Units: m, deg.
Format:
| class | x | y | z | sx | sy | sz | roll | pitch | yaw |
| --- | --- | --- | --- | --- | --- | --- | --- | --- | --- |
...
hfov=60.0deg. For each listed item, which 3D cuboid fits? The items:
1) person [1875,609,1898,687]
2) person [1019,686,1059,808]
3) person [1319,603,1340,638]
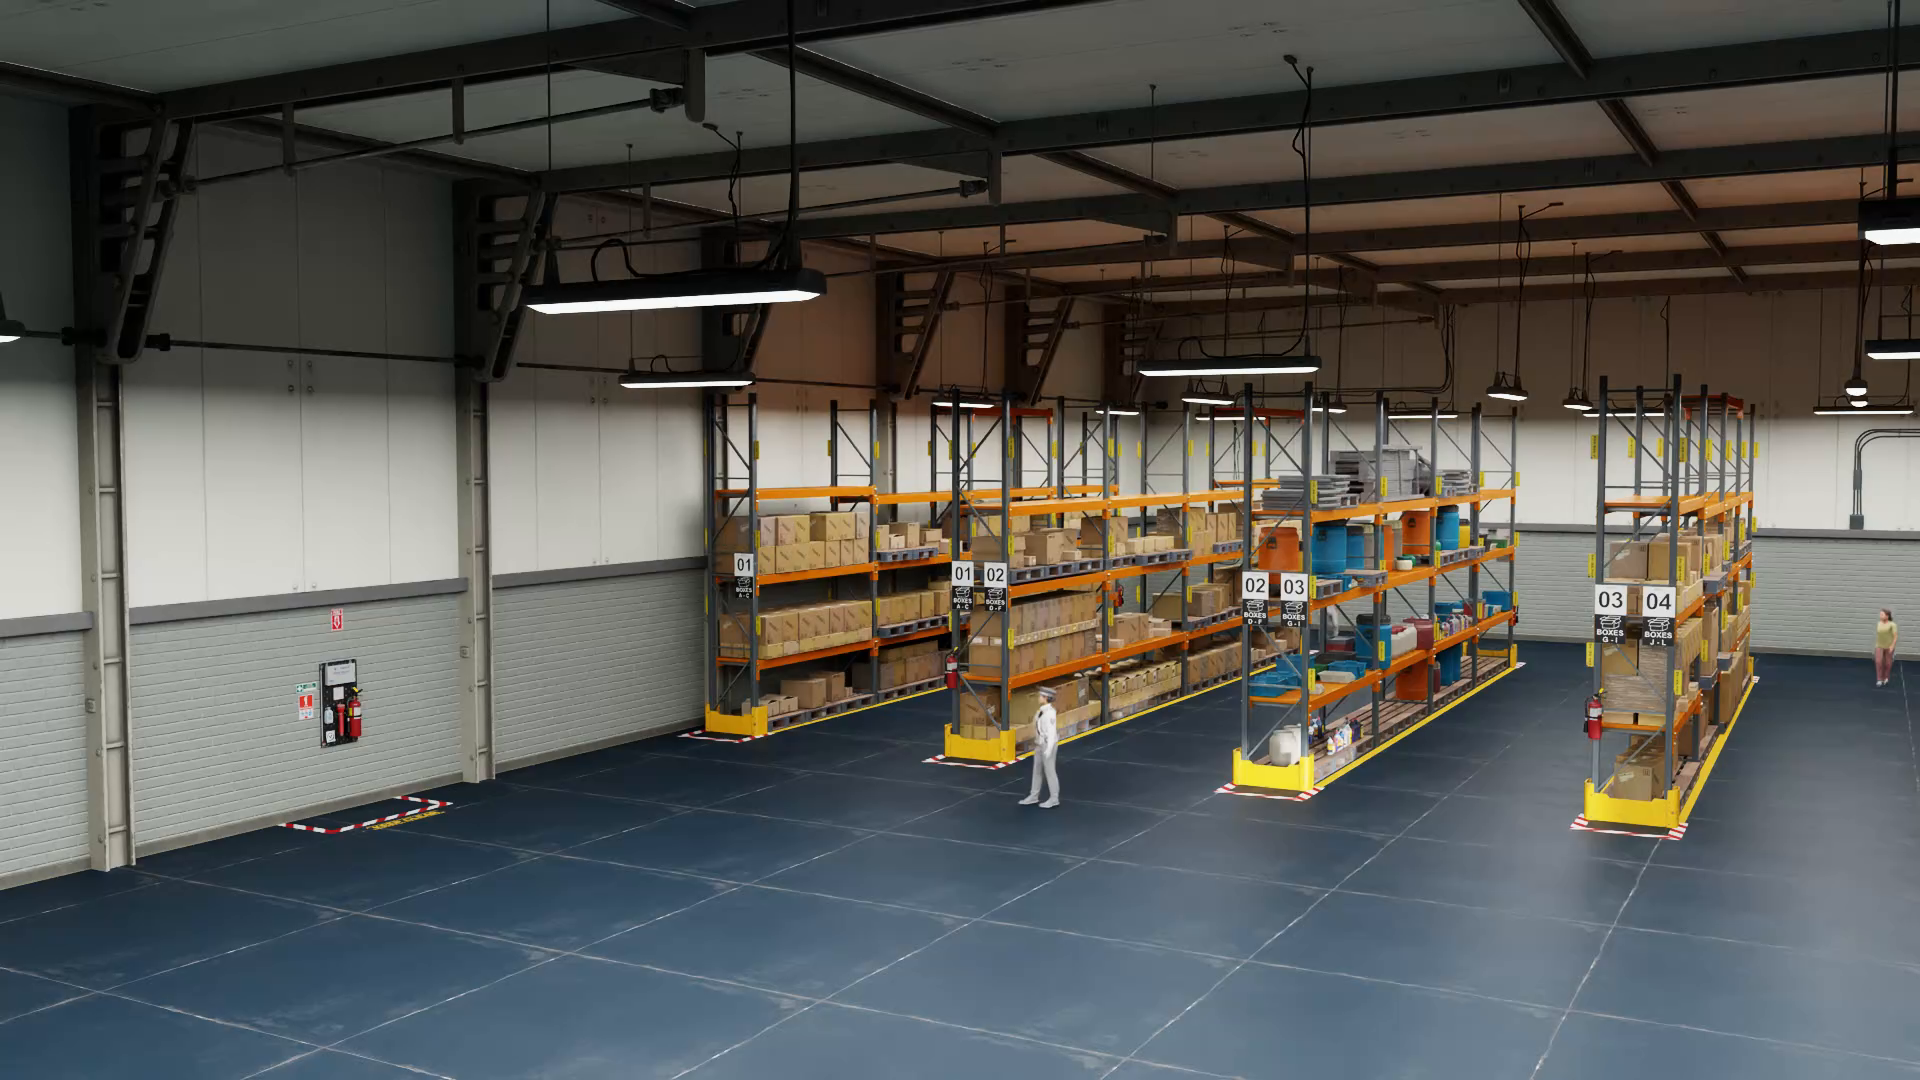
| class | x | y | z | sx | sy | sz | roll | pitch | yaw |
| --- | --- | --- | --- | --- | --- | --- | --- | --- | --- |
| person | 19.602 | 2.276 | 35.207 | 0.419 | 1.613 | 1.039 | 2 | 3 | 27 |
| person | 1.125 | 2.901 | 23.315 | 0.530 | 1.700 | 0.490 | -1 | 3 | -14 |
| person | 9.442 | 1.859 | 42.457 | 0.561 | 1.619 | 0.952 | 0 | 3 | -1 |
